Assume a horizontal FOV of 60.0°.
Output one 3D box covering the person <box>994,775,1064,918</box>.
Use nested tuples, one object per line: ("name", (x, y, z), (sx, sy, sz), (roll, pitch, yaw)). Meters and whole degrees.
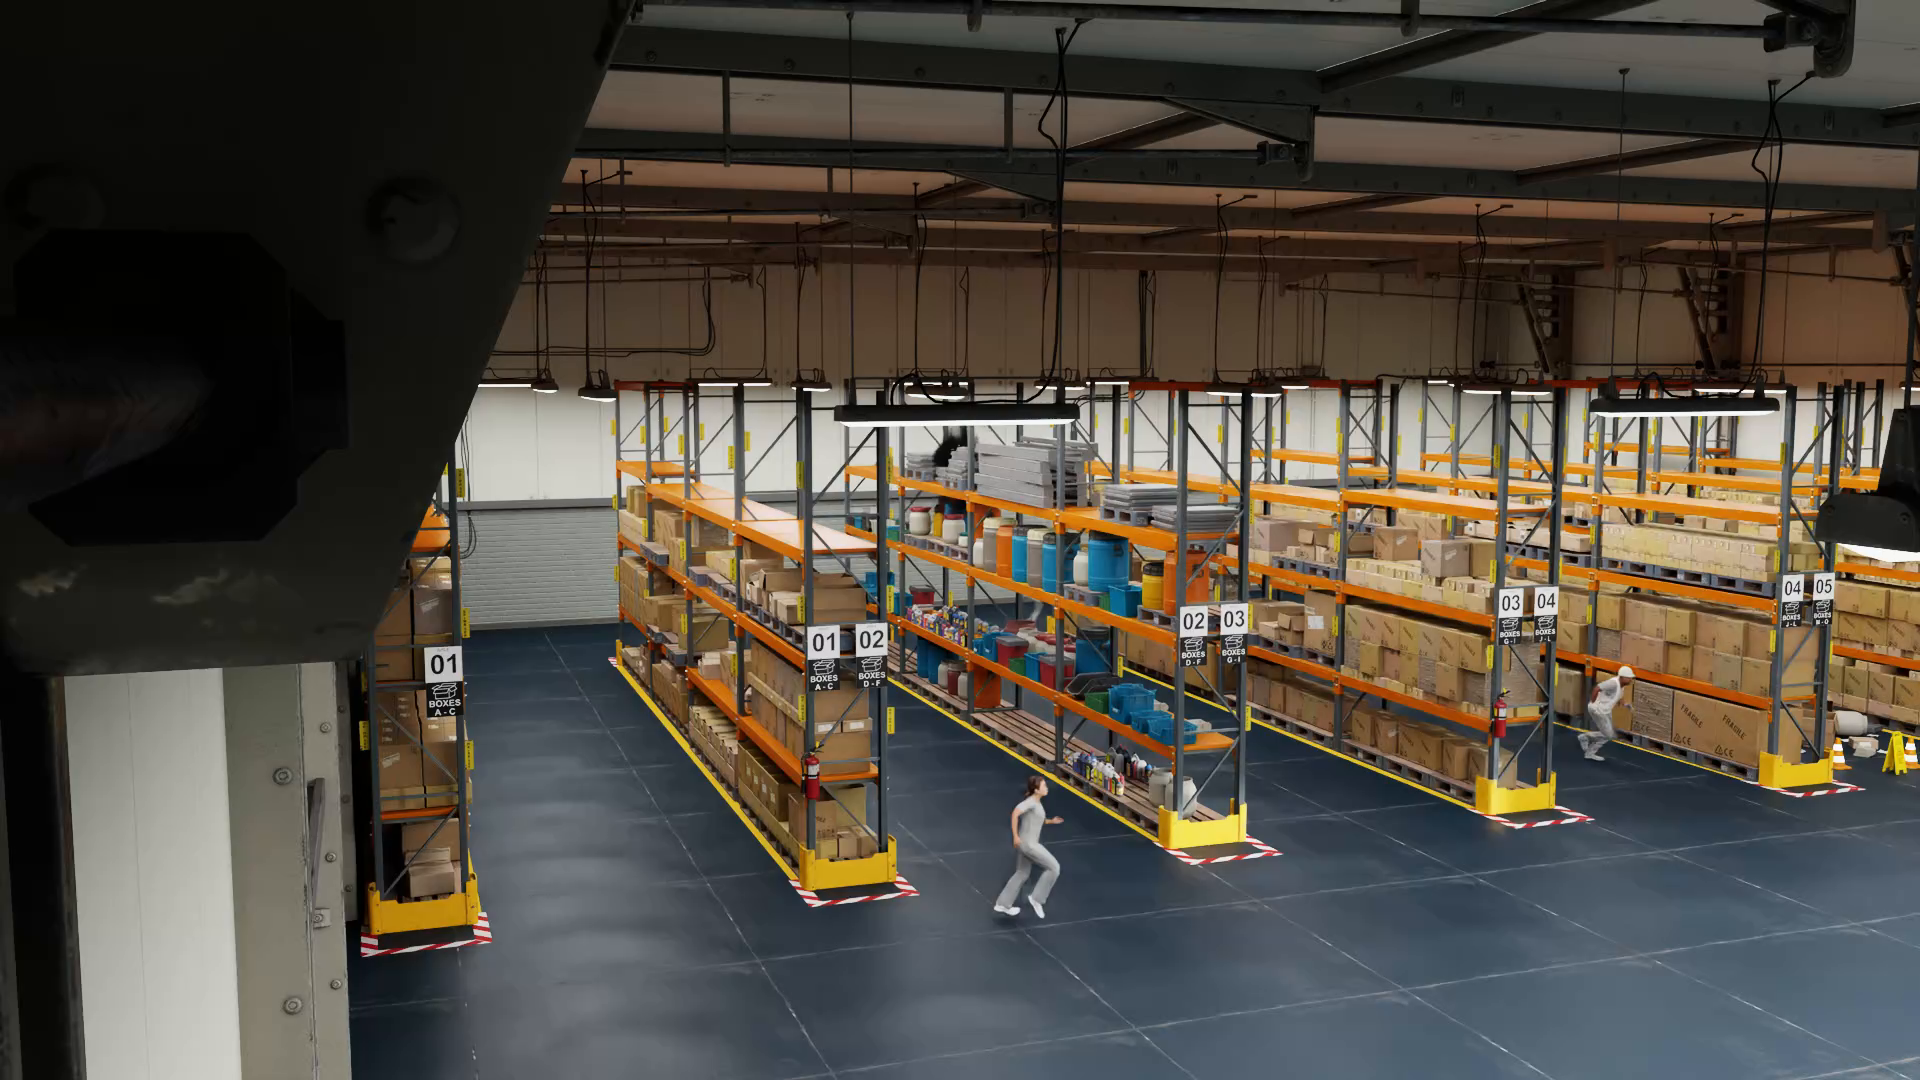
("person", (0.784, 3.614, 18.954), (0.796, 1.423, 0.590), (0, 6, 4))

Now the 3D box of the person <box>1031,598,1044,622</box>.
("person", (1.877, 1.410, 39.474), (0.610, 1.528, 0.495), (-3, 7, -25))

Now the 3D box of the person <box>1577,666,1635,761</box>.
("person", (10.255, 2.761, 26.418), (0.868, 1.583, 0.711), (6, 8, 43))
